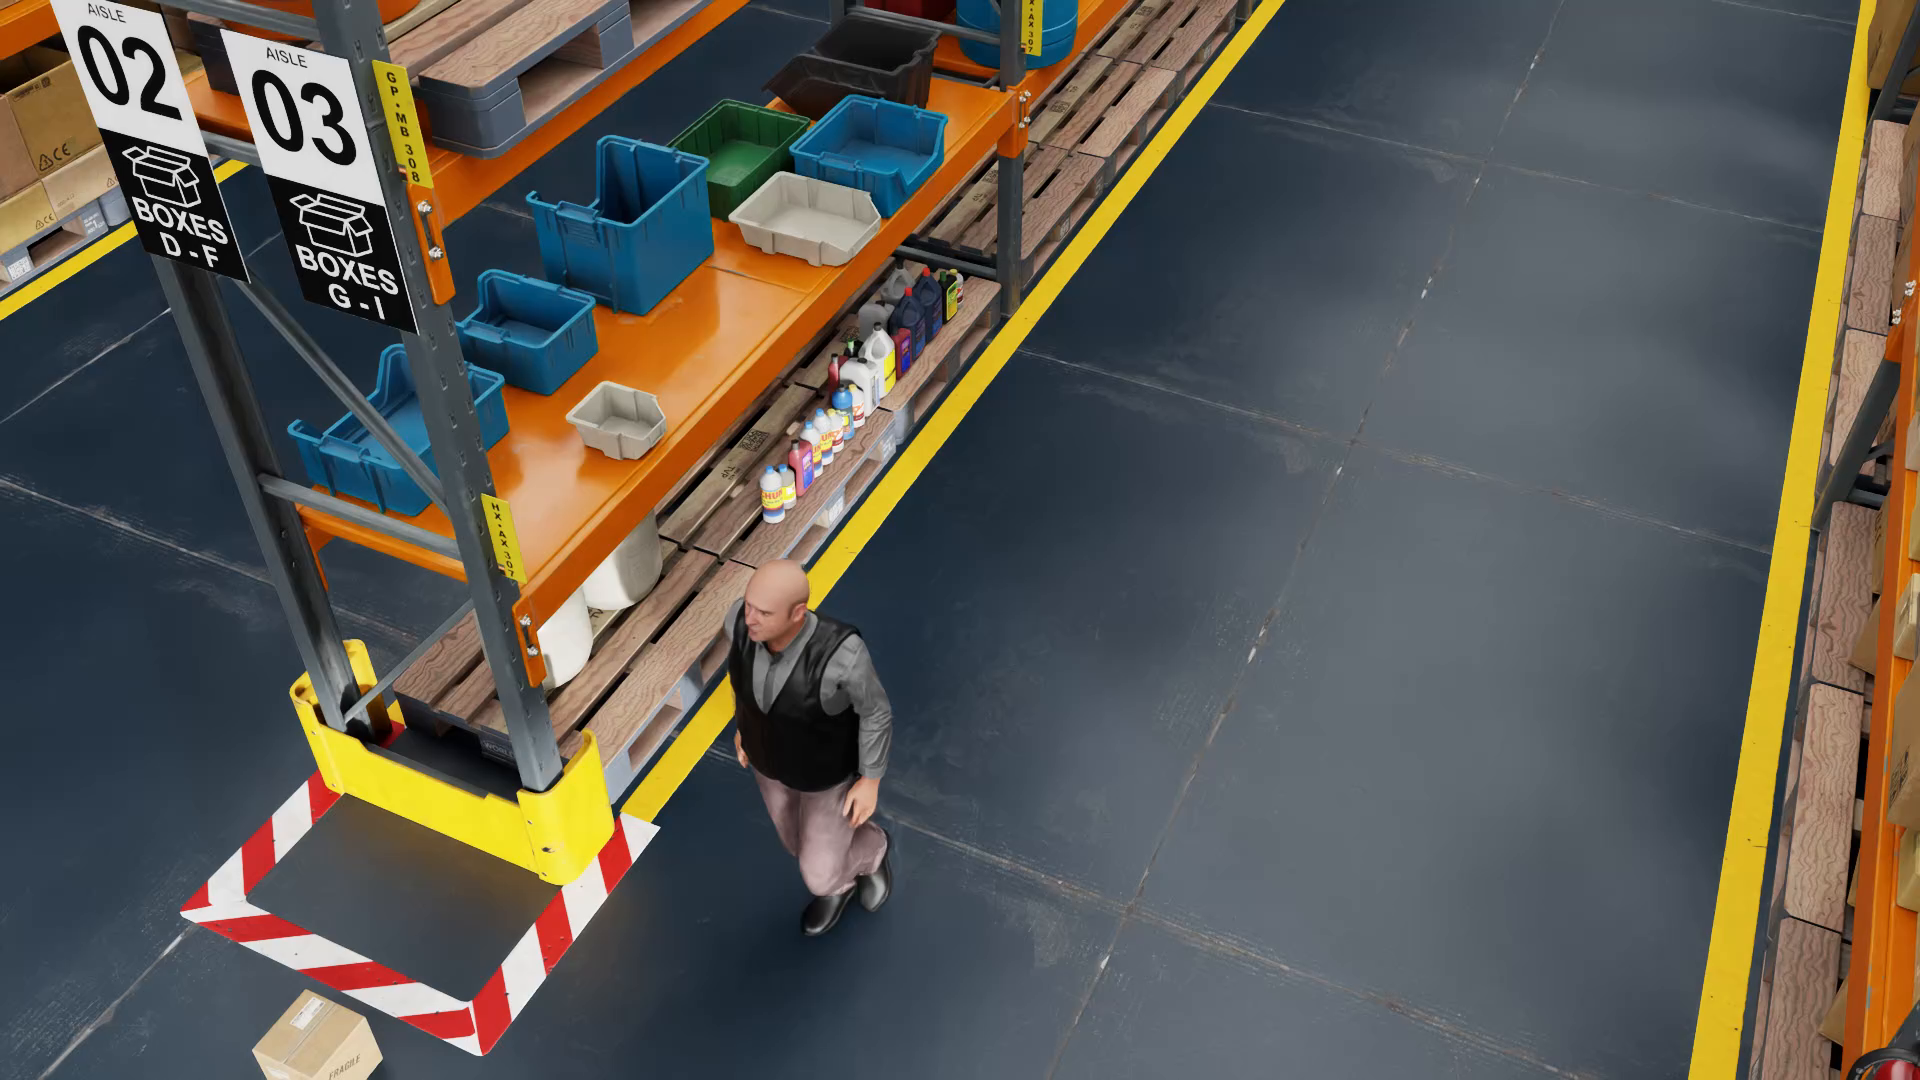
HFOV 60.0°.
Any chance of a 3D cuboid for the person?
[{"bbox_3d":[-0.487,0.683,5.407,0.604,1.712,0.494,20,46,21],"label":"person"}]
